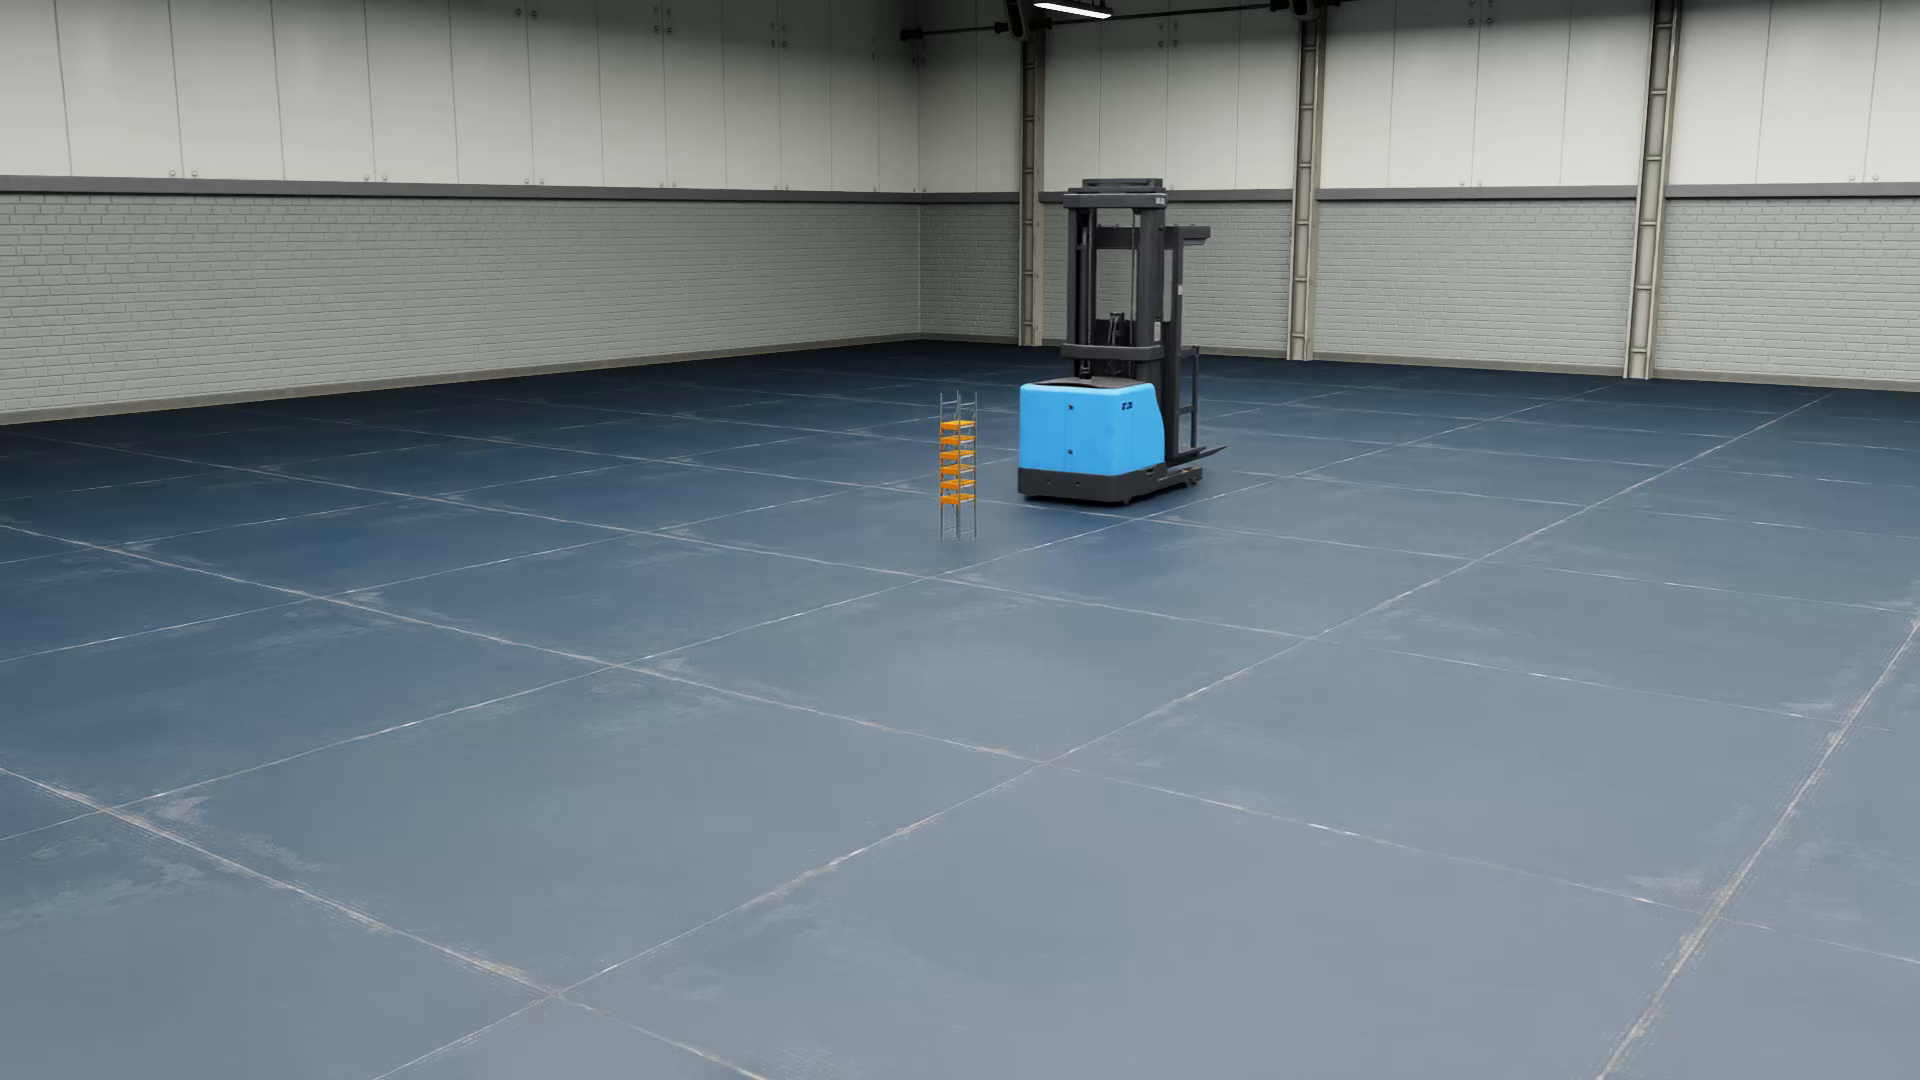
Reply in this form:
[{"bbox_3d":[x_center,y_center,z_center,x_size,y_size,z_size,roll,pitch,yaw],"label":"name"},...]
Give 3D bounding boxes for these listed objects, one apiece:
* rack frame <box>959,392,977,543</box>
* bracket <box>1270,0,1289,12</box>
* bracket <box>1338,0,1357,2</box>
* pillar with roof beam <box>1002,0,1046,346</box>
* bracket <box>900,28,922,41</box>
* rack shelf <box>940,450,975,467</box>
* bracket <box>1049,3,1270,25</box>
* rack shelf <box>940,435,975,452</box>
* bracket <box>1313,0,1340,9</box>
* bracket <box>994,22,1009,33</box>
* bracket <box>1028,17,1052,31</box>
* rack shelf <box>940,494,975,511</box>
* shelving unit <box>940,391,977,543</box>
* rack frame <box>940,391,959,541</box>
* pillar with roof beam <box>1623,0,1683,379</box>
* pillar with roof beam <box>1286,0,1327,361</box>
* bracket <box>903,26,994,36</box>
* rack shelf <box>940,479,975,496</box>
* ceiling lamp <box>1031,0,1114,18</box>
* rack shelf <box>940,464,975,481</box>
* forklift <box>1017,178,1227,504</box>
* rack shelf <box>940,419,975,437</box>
[{"bbox_3d":[0.062,-0.580,13.371,0.006,1.200,0.240,8,13,36],"label":"rack frame"},{"bbox_3d":[5.742,-9.512,29.529,0.430,0.232,0.235,8,13,36],"label":"bracket"},{"bbox_3d":[8.488,-9.129,27.549,4.783,0.066,0.076,8,13,36],"label":"bracket"},{"bbox_3d":[-1.097,-7.768,29.991,0.548,9.000,9.100,8,13,36],"label":"pillar with roof beam"},{"bbox_3d":[-1.004,-10.453,34.393,0.430,0.232,0.235,8,13,36],"label":"bracket"},{"bbox_3d":[-0.012,-0.665,13.410,0.180,0.103,0.258,8,13,36],"label":"rack shelf"},{"bbox_3d":[3.652,-9.804,31.036,4.783,0.066,0.076,8,13,36],"label":"bracket"},{"bbox_3d":[-0.012,-0.783,13.387,0.180,0.103,0.258,8,13,36],"label":"rack shelf"},{"bbox_3d":[6.412,-9.419,29.047,0.430,0.232,0.235,8,13,36],"label":"bracket"},{"bbox_3d":[0.906,-10.187,33.016,0.430,0.232,0.235,8,13,36],"label":"bracket"},{"bbox_3d":[1.575,-10.093,32.533,0.430,0.232,0.235,8,13,36],"label":"bracket"},{"bbox_3d":[-0.012,-0.311,13.478,0.180,0.103,0.258,8,13,36],"label":"rack shelf"},{"bbox_3d":[-0.012,-0.591,13.424,0.189,1.200,0.258,8,13,36],"label":"shelving unit"},{"bbox_3d":[-0.085,-0.601,13.477,0.006,1.200,0.240,8,13,36],"label":"rack frame"},{"bbox_3d":[8.575,-6.419,23.017,0.400,9.000,9.100,8,13,36],"label":"pillar with roof beam"},{"bbox_3d":[3.739,-7.093,26.504,0.548,9.000,9.100,8,13,36],"label":"pillar with roof beam"},{"bbox_3d":[-0.528,-10.387,34.050,3.189,0.066,0.076,8,13,36],"label":"bracket"},{"bbox_3d":[-0.012,-0.429,13.455,0.180,0.103,0.258,8,13,36],"label":"rack shelf"},{"bbox_3d":[1.629,-10.099,26.672,0.800,3.185,2.000,8,13,36],"label":"ceiling lamp"},{"bbox_3d":[-0.012,-0.547,13.433,0.180,0.103,0.258,8,13,36],"label":"rack shelf"},{"bbox_3d":[1.731,-1.998,16.140,1.130,2.935,3.031,7,13,31],"label":"forklift"},{"bbox_3d":[-0.012,-0.901,13.364,0.180,0.103,0.258,8,13,36],"label":"rack shelf"}]
